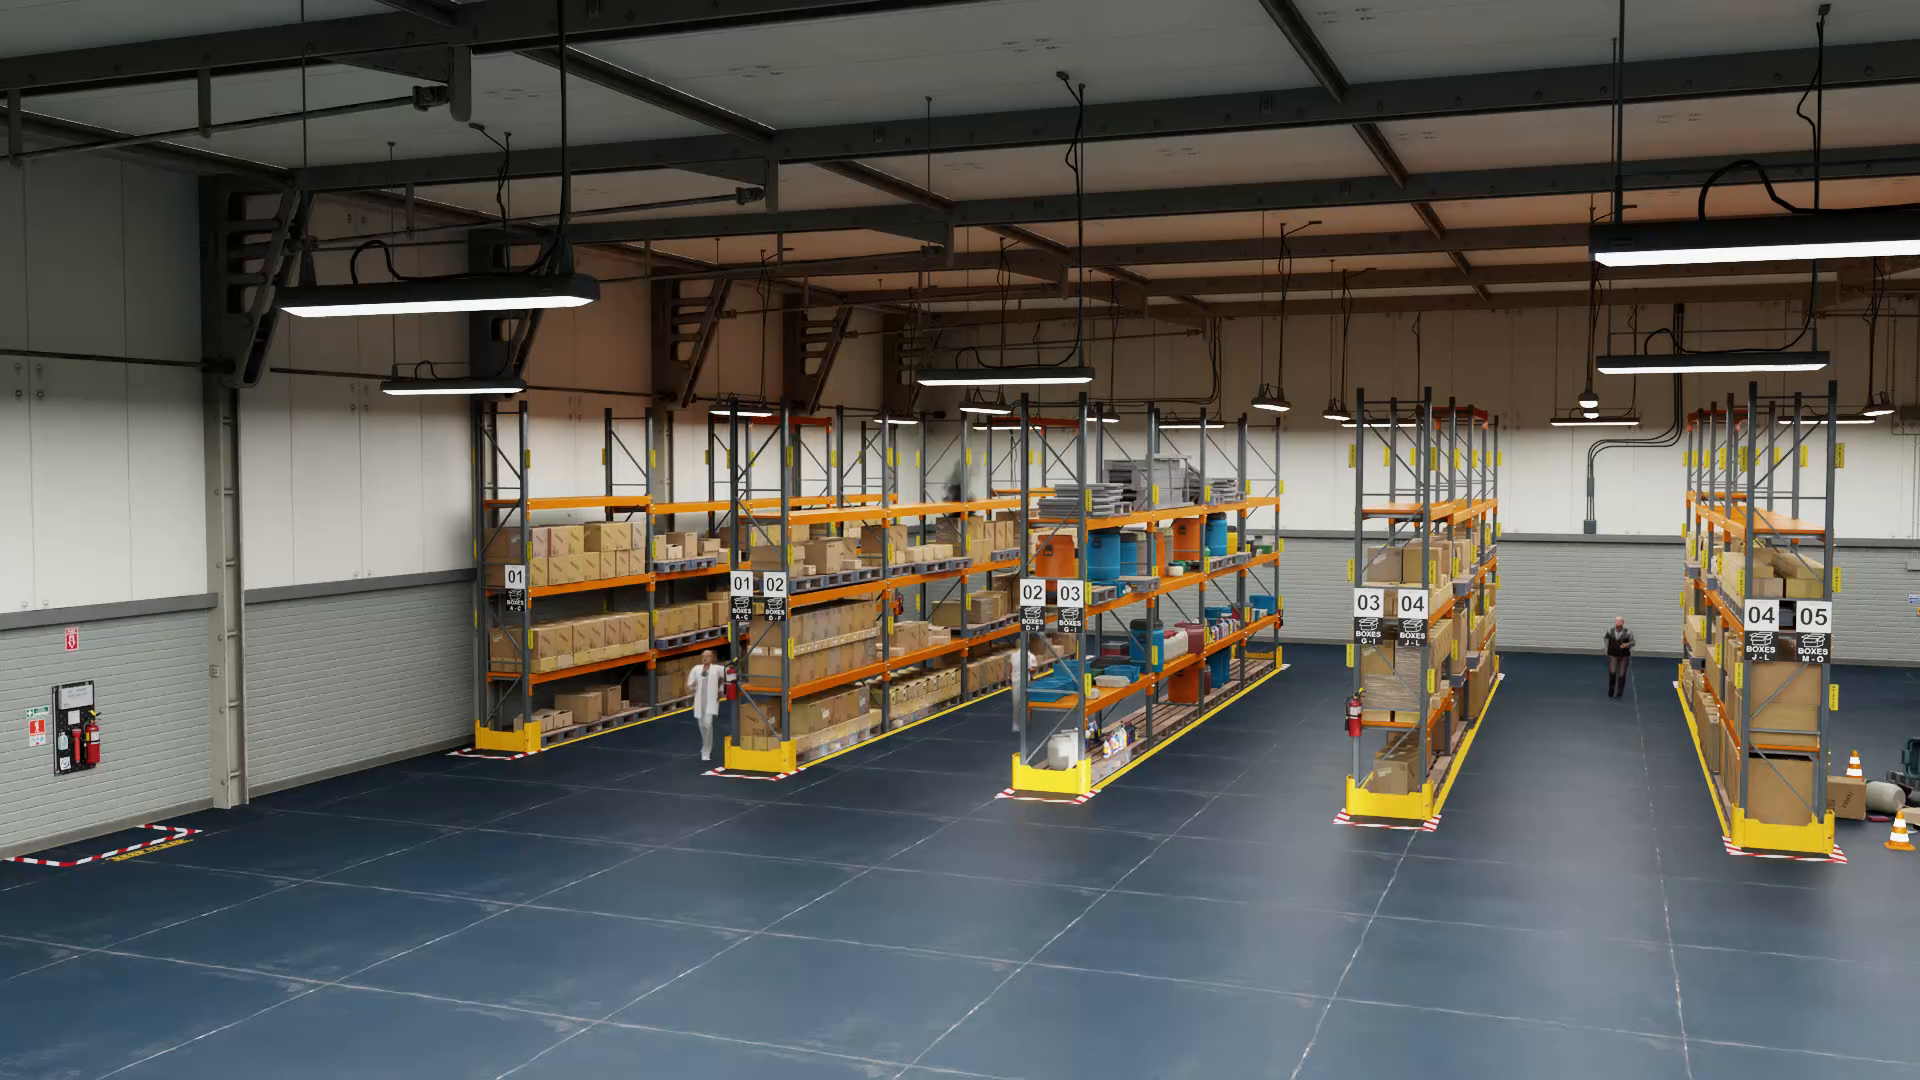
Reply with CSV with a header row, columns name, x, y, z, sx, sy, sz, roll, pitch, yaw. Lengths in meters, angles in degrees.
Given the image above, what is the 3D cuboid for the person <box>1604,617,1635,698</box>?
name,x,y,z,sx,sy,sz,roll,pitch,yaw
person,13.781,2.455,34.779,0.639,1.707,0.700,1,3,26

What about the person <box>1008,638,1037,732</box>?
name,x,y,z,sx,sy,sz,roll,pitch,yaw
person,1.148,2.635,30.714,0.572,1.694,0.935,1,3,13

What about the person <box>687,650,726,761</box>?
name,x,y,z,sx,sy,sz,roll,pitch,yaw
person,-4.242,2.769,27.900,0.696,1.850,0.801,1,3,11
